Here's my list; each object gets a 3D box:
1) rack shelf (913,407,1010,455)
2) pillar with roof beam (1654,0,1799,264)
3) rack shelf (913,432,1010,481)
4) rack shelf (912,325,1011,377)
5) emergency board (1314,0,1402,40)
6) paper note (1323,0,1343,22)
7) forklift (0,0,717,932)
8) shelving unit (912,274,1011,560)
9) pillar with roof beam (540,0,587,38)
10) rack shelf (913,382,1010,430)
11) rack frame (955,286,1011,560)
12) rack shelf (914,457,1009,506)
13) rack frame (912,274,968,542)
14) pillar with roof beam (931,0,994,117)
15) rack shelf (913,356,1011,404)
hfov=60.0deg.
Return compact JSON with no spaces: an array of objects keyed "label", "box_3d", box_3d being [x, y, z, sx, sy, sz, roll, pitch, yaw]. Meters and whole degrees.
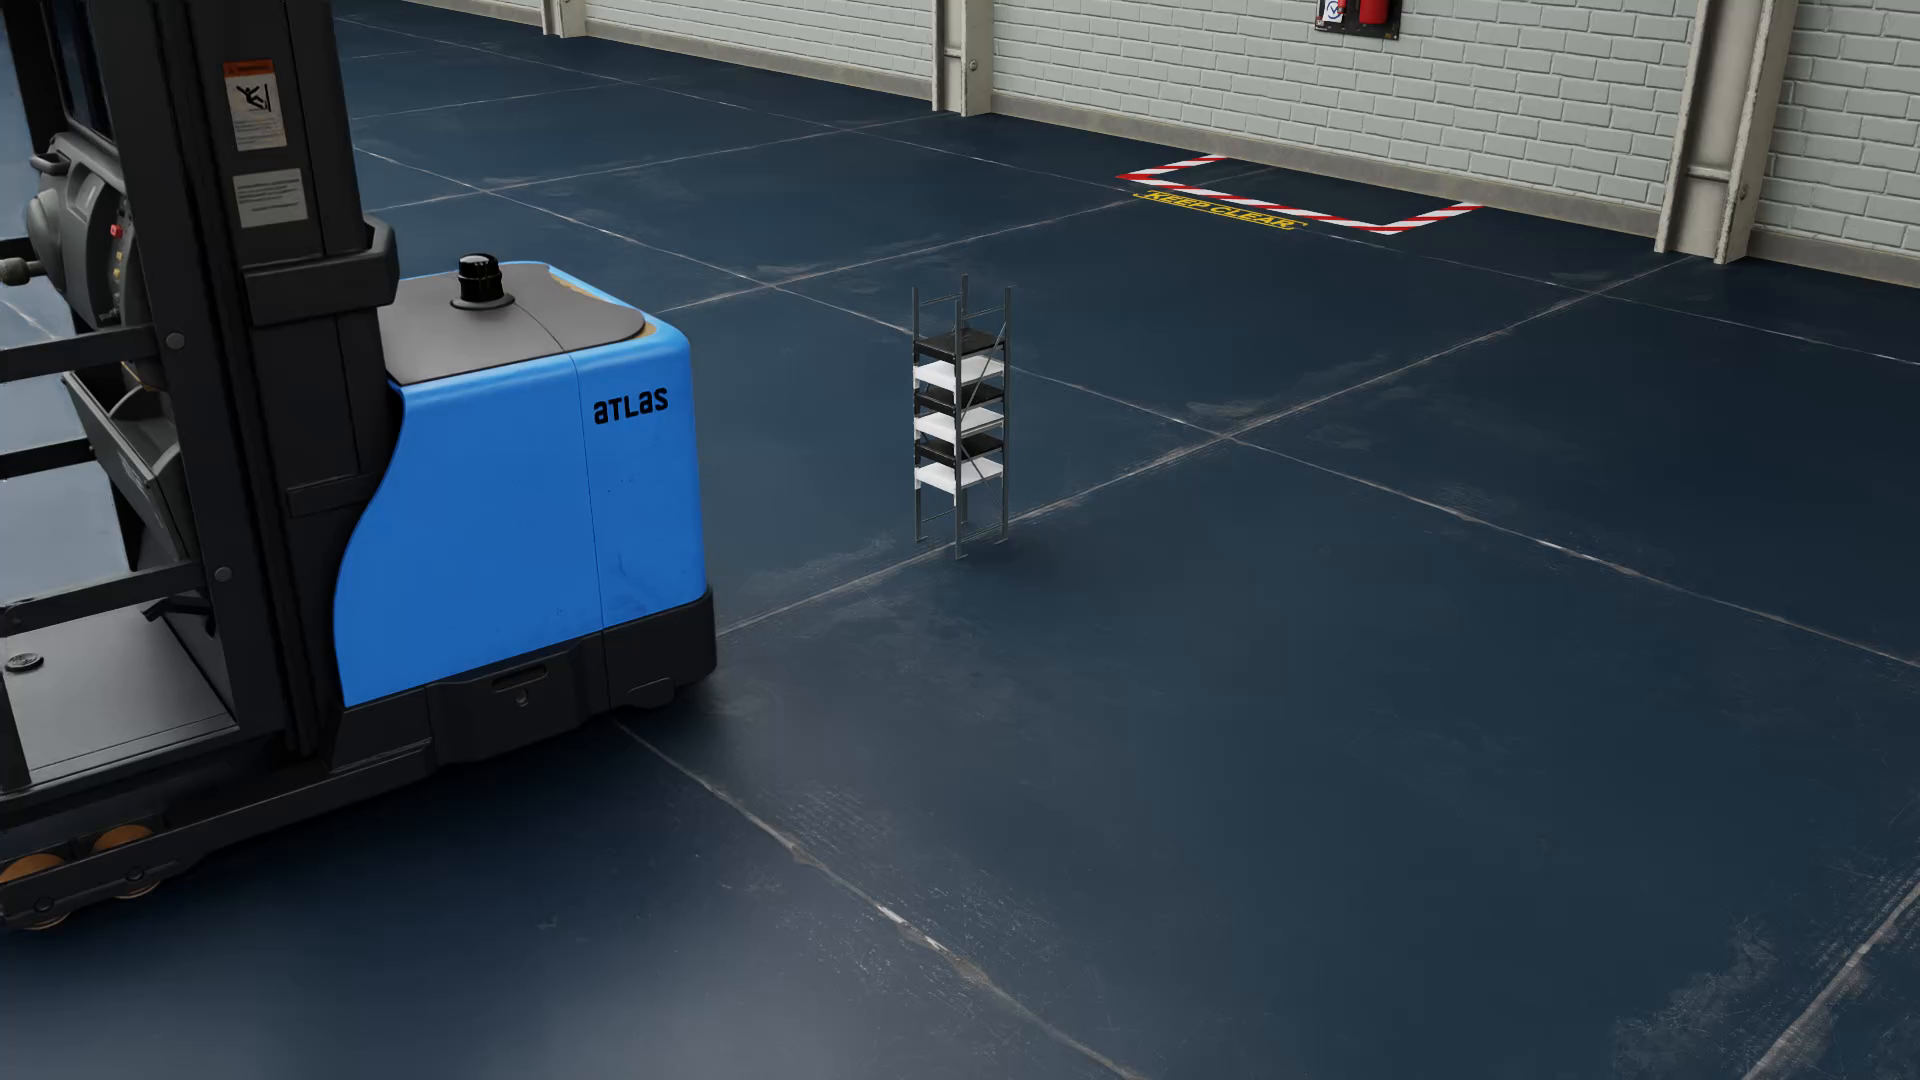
[{"label":"rack shelf","box_3d":[0.006,-0.377,5.572,0.258,0.077,0.200,-21,32,-38]},{"label":"pillar with roof beam","box_3d":[0.979,-4.472,4.711,9.100,9.000,0.400,-21,32,-38]},{"label":"rack shelf","box_3d":[0.006,-0.295,5.609,0.258,0.077,0.200,-21,32,-38]},{"label":"rack shelf","box_3d":[0.006,-0.622,5.460,0.258,0.077,0.200,-21,32,-38]},{"label":"emergency board","box_3d":[2.461,-3.724,10.298,0.194,1.169,0.643,-21,32,-38]},{"label":"paper note","box_3d":[2.390,-3.396,10.641,0.016,0.148,0.142,-21,32,-38]},{"label":"forklift","box_3d":[-2.181,-0.693,3.737,3.031,2.935,1.130,-17,30,-33]},{"label":"shelving unit","box_3d":[0.006,-0.407,5.558,0.258,0.900,0.210,-21,32,-38]},{"label":"pillar with roof beam","box_3d":[-7.223,-8.108,12.680,9.100,9.000,0.400,-21,32,-38]},{"label":"rack shelf","box_3d":[0.006,-0.459,5.534,0.258,0.077,0.200,-21,32,-38]},{"label":"rack frame","box_3d":[0.075,-0.376,5.490,0.240,0.900,0.006,-21,32,-38]},{"label":"rack shelf","box_3d":[0.006,-0.213,5.646,0.258,0.077,0.200,-21,32,-38]},{"label":"rack frame","box_3d":[-0.064,-0.438,5.625,0.240,0.900,0.006,-21,32,-38]},{"label":"pillar with roof beam","box_3d":[-3.122,-6.290,8.696,9.100,9.000,0.400,-21,32,-38]},{"label":"rack shelf","box_3d":[0.006,-0.540,5.497,0.258,0.077,0.200,-21,32,-38]}]
